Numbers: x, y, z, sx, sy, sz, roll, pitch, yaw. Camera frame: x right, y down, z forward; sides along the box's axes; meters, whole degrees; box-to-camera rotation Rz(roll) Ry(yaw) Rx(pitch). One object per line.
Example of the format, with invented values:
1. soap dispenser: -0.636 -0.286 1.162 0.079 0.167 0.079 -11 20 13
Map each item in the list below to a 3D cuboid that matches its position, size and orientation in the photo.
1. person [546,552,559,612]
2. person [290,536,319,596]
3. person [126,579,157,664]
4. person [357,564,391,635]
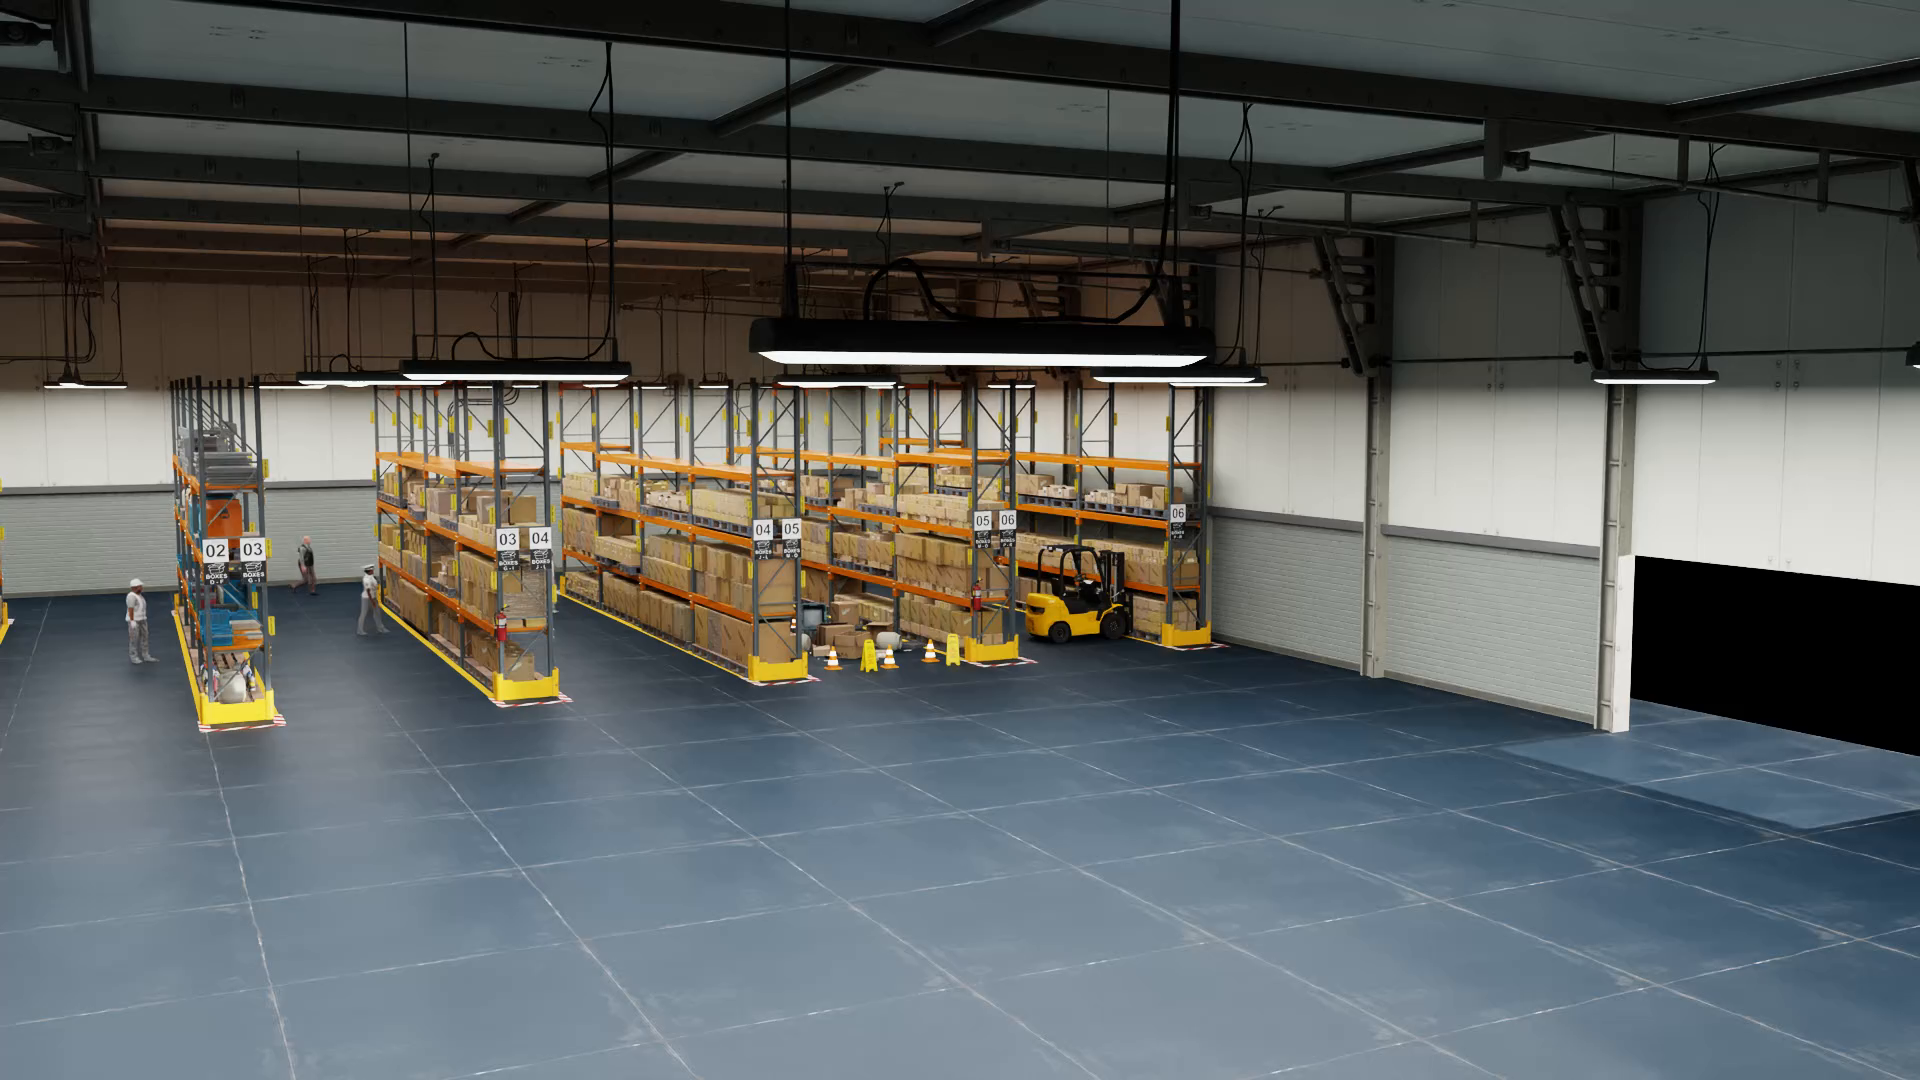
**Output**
1. person: -10.608 1.083 43.093 0.476 1.598 0.364 5 7 44
2. person: -18.350 0.732 46.541 0.732 1.691 0.586 1 5 6
3. person: -17.369 1.712 35.170 0.478 1.787 0.623 1 5 8
4. person: -13.915 1.399 39.355 0.608 1.675 0.646 0 5 5
